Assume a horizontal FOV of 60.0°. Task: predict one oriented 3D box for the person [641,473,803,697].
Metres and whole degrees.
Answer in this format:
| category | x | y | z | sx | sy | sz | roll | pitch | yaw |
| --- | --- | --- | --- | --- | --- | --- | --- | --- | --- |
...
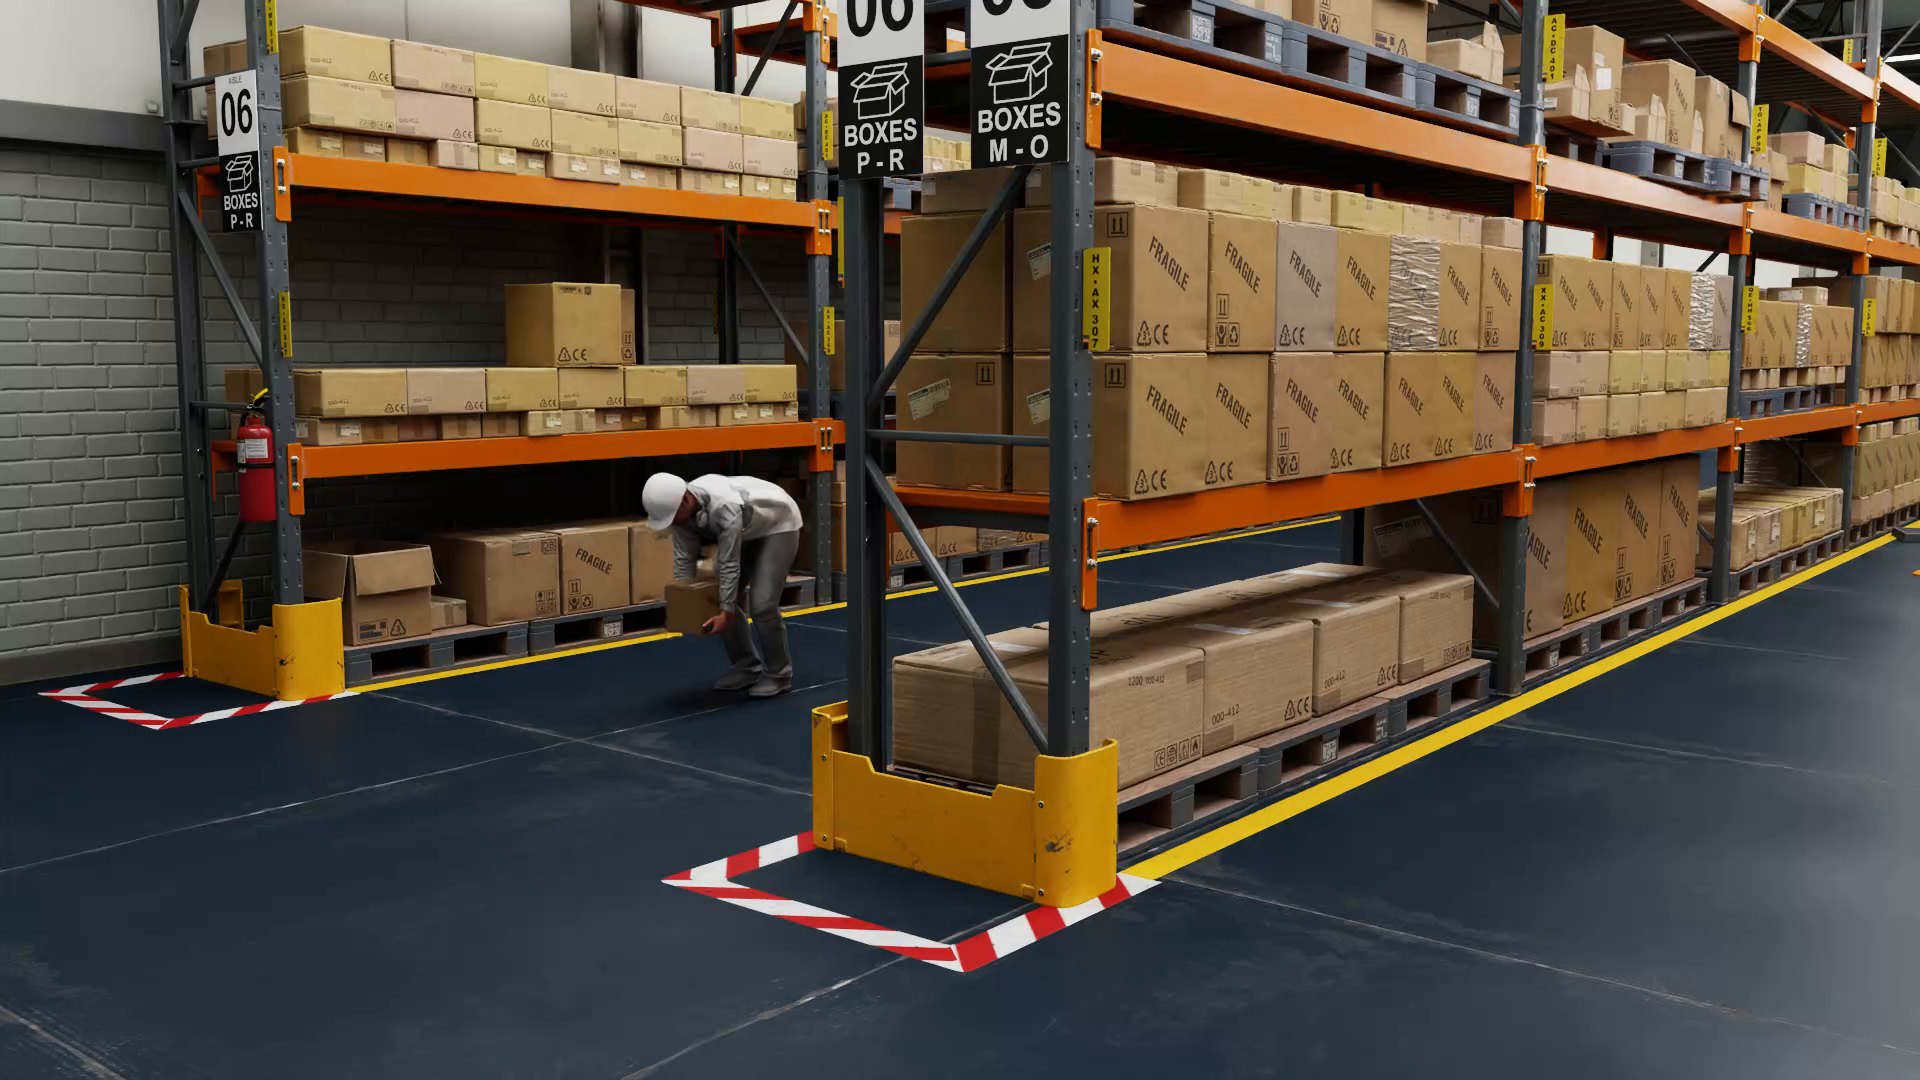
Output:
| category | x | y | z | sx | sy | sz | roll | pitch | yaw |
| --- | --- | --- | --- | --- | --- | --- | --- | --- | --- |
| person | -1.244 | 0.232 | 8.603 | 0.460 | 1.202 | 0.984 | 5 | 8 | 37 |
